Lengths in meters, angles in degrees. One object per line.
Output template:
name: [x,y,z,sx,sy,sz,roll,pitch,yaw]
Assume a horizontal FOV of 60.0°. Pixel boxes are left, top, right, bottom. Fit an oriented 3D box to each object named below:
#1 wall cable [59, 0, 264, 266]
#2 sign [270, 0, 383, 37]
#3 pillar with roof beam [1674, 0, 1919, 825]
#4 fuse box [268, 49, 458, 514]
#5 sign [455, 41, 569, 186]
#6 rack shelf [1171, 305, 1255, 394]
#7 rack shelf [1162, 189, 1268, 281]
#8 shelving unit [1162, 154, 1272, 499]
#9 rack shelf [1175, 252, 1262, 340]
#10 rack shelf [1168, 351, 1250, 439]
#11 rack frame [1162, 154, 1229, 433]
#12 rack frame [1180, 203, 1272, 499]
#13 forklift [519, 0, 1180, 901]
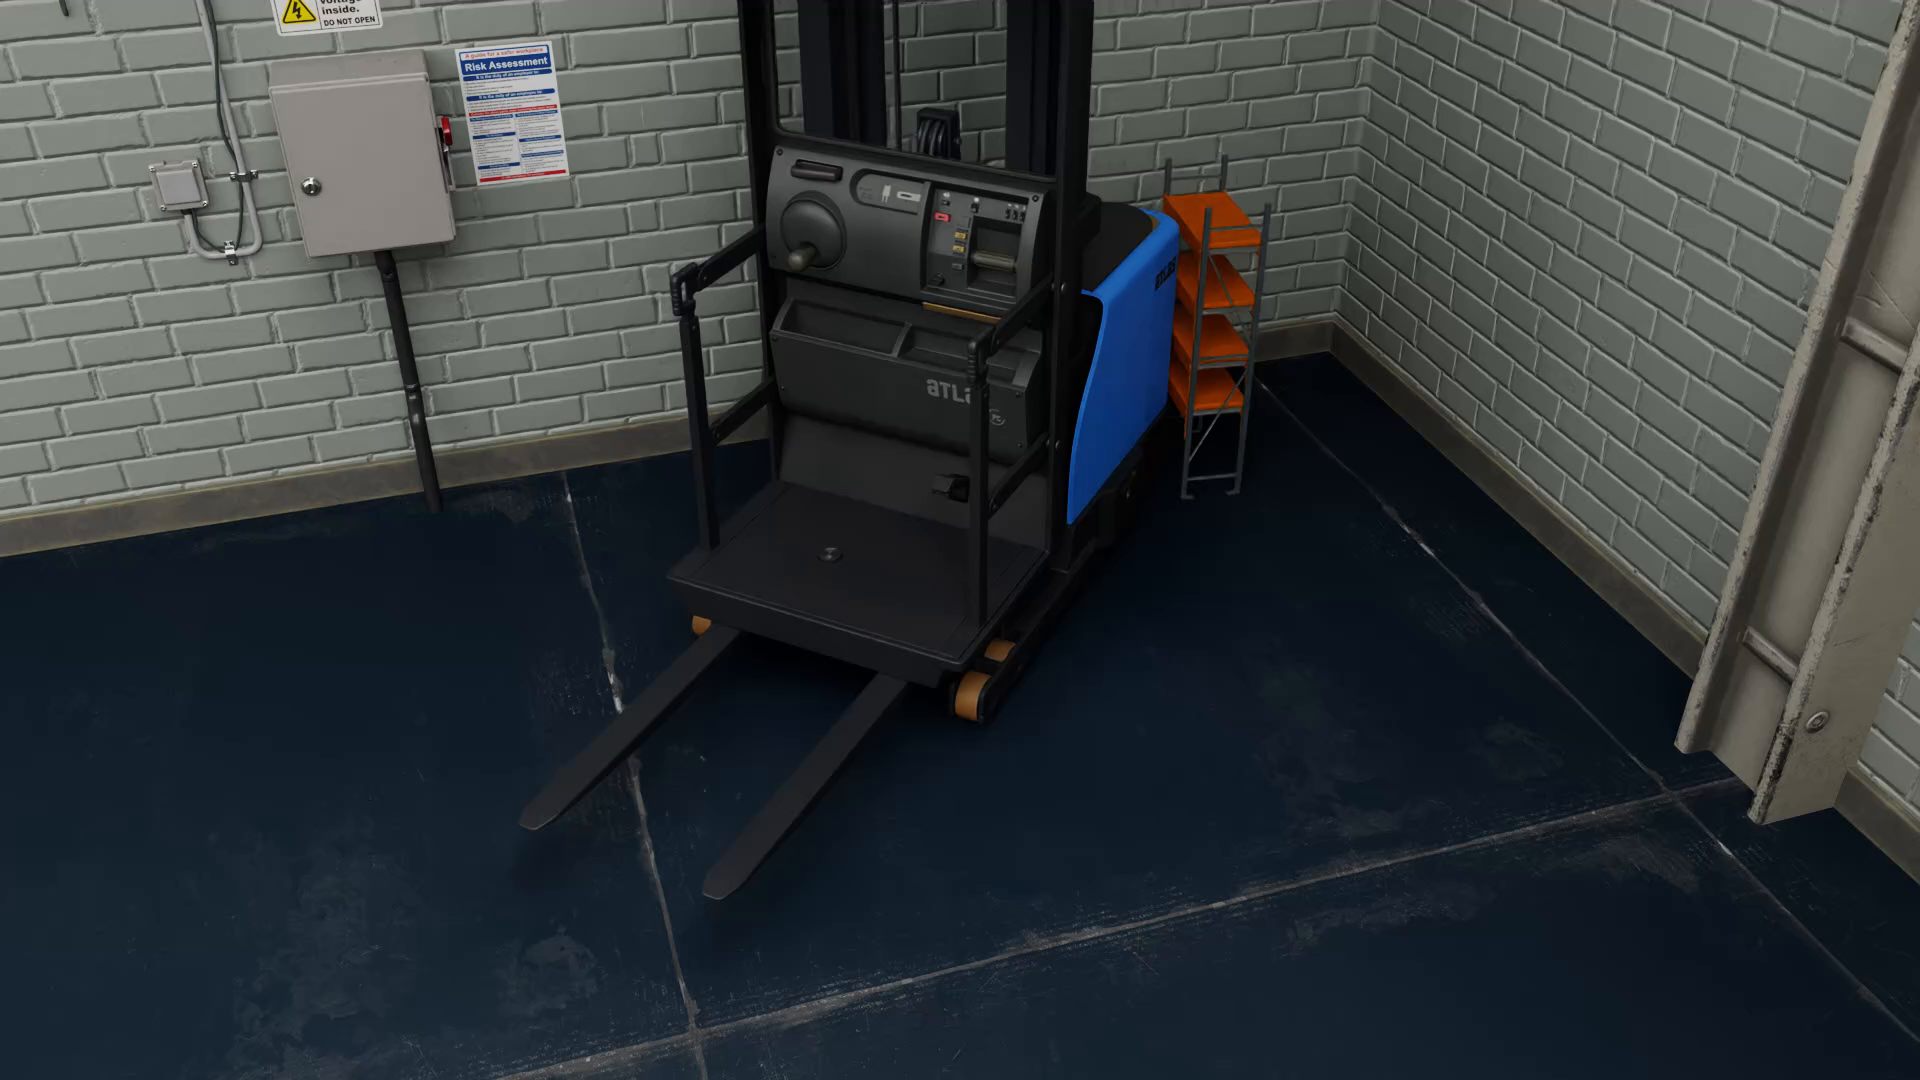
wall cable: [-2.689,-1.751,5.257,0.588,1.984,0.122,-10,35,-15]
sign: [-2.107,-1.803,5.508,0.339,0.242,0.001,-10,35,-15]
pillar with roof beam: [-1.632,-2.308,1.581,9.100,9.000,0.400,-10,35,-15]
fuse box: [-1.991,-0.821,5.941,0.539,1.711,0.414,-10,35,-15]
sign: [-1.584,-1.511,5.902,0.329,0.494,0.001,-10,35,-15]
rack shelf: [0.936,-0.753,6.423,0.258,0.148,0.480,-6,34,-9]
rack shelf: [0.937,-1.137,6.169,0.258,0.148,0.480,-6,34,-9]
shelving unit: [0.936,-0.809,6.386,0.258,1.200,0.503,-6,34,-9]
rack shelf: [0.937,-0.940,6.300,0.258,0.148,0.480,-6,34,-9]
rack shelf: [0.936,-0.587,6.532,0.258,0.148,0.480,-6,34,-9]
rack frame: [0.892,-0.942,6.586,0.240,1.200,0.015,-6,34,-9]
rack frame: [0.980,-0.677,6.186,0.240,1.200,0.015,-6,34,-9]
forklift: [-0.273,-0.913,4.973,1.130,2.935,3.031,15,36,21]
